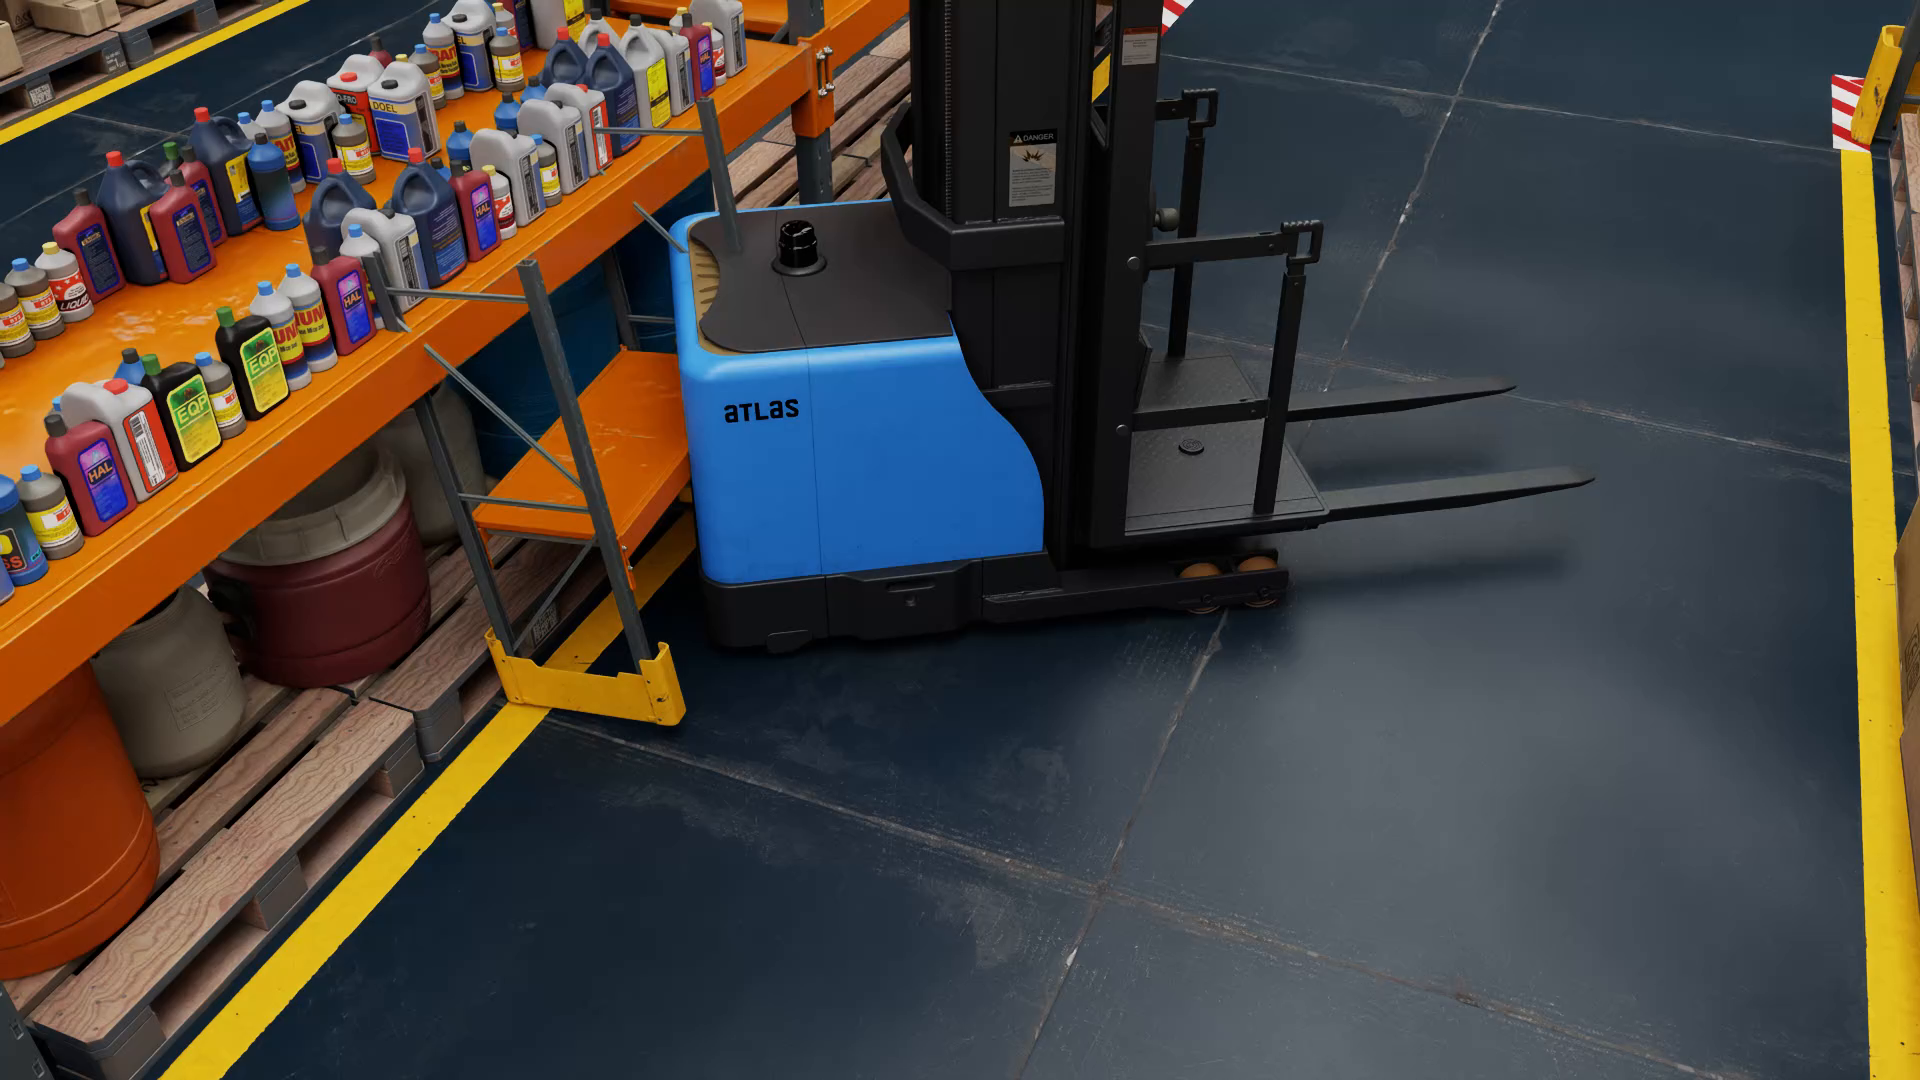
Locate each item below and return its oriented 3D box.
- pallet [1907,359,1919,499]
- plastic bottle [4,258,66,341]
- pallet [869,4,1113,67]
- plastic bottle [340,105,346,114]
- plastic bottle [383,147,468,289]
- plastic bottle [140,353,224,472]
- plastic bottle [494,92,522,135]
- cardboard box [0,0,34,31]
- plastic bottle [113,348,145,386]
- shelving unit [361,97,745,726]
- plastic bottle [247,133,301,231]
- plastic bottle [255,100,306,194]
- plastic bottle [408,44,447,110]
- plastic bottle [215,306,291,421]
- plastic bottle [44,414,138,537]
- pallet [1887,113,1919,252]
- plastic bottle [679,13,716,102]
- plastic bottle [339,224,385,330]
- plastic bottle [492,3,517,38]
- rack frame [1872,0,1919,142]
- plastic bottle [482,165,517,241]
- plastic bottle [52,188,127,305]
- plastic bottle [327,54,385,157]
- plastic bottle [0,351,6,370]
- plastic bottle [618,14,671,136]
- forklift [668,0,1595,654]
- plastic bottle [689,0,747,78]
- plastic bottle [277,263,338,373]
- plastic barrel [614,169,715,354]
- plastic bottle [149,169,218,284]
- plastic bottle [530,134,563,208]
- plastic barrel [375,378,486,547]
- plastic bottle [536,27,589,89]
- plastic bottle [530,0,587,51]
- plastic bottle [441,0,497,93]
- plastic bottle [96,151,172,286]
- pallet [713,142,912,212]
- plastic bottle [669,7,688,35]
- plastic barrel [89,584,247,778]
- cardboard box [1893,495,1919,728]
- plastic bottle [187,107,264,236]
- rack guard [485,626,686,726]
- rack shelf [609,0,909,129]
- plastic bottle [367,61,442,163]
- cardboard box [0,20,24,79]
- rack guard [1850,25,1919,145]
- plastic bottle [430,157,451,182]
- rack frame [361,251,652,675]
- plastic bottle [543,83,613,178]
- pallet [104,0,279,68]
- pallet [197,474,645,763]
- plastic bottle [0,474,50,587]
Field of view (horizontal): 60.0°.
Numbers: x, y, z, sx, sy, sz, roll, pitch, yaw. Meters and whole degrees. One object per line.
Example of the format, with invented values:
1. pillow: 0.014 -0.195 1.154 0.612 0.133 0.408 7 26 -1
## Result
1. pallet: 3.969 -0.240 5.895 1.003 0.211 1.213 14 39 18
2. plastic bottle: -2.365 -0.620 4.240 0.097 0.201 0.097 0 37 0
3. pallet: 0.199 -2.732 9.229 1.003 0.211 1.213 14 39 18
4. plastic bottle: -1.923 -1.263 5.100 0.097 0.201 0.097 0 37 0
5. plastic bottle: -1.439 -0.869 4.449 0.144 0.351 0.185 14 39 18
6. plastic bottle: -1.762 -0.307 3.752 0.061 0.283 0.133 14 39 18
7. plastic bottle: -1.329 -1.201 4.959 0.097 0.271 0.097 0 37 0
8. cardboard box: -5.313 -3.107 9.280 0.500 0.311 0.500 14 39 18
9. plastic bottle: -1.842 -0.310 3.767 0.097 0.271 0.097 0 37 0
10. shelving unit: -1.025 -0.400 4.939 0.587 1.500 1.083 6 38 18
11. plastic bottle: -1.952 -1.022 4.719 0.097 0.271 0.097 0 37 0
12. plastic bottle: -2.012 -1.162 4.907 0.097 0.271 0.097 0 37 0
13. plastic bottle: -1.747 -1.519 5.442 0.097 0.201 0.097 0 37 0
14. plastic bottle: -1.675 -0.434 3.923 0.061 0.283 0.133 14 39 18
15. plastic bottle: -1.864 -0.158 3.554 0.061 0.283 0.133 14 39 18
16. pallet: 4.897 -1.591 7.702 1.003 0.211 1.213 14 39 18
17. plastic bottle: -0.870 -1.605 5.489 0.061 0.283 0.133 14 39 18
18. plastic bottle: -1.523 -0.679 4.261 0.097 0.271 0.097 0 37 0
19. plastic bottle: -1.585 -1.755 5.758 0.097 0.201 0.097 0 37 0
20. rack frame: 5.129 -3.169 7.484 1.000 3.000 0.127 14 39 18
21. plastic bottle: -1.313 -0.956 4.689 0.097 0.201 0.097 0 37 0
22. plastic bottle: -2.301 -0.775 4.379 0.061 0.283 0.133 14 39 18
23. plastic bottle: -1.854 -1.350 5.155 0.152 0.276 0.135 14 39 18
24. plastic bottle: -2.439 -0.540 4.075 0.097 0.271 0.097 0 37 0
25. plastic bottle: -1.020 -1.479 5.264 0.144 0.351 0.185 14 39 18
26. forklift: 0.614 -1.240 4.961 3.031 2.935 1.130 -6 37 -8
27. plastic bottle: -0.824 -1.741 5.677 0.152 0.276 0.135 14 39 18
28. plastic bottle: -1.611 -0.552 4.090 0.097 0.271 0.097 0 37 0
29. plastic barrel: -1.196 -1.113 6.135 0.600 0.901 0.708 14 39 18
30. plastic bottle: -2.097 -0.844 4.472 0.061 0.283 0.133 14 39 18
31. plastic bottle: -1.225 -1.084 4.861 0.097 0.201 0.097 0 37 0
32. plastic barrel: -1.763 -0.272 5.336 0.421 0.512 0.421 0 37 0
33. plastic bottle: -1.224 -1.410 5.171 0.144 0.351 0.185 14 39 18
34. plastic bottle: -1.422 -1.919 5.853 0.144 0.351 0.185 14 39 18
35. plastic bottle: -1.641 -1.660 5.570 0.152 0.276 0.135 14 39 18
36. plastic bottle: -2.202 -0.880 4.464 0.144 0.351 0.185 14 39 18
37. pallet: -0.729 -1.381 7.422 1.003 0.211 1.213 14 39 18
38. plastic bottle: -0.947 -1.729 5.724 0.097 0.201 0.097 0 37 0
39. plastic barrel: -2.193 0.353 4.500 0.421 0.512 0.421 0 37 0
40. cardboard box: 3.382 0.088 4.551 1.225 0.875 0.875 14 39 18
41. plastic bottle: -2.081 -1.057 4.699 0.144 0.351 0.185 14 39 18
42. rack guard: -1.111 0.394 4.934 0.587 0.250 0.087 6 38 18
43. rack shelf: -0.212 -2.901 7.727 1.077 0.370 4.000 14 39 18
44. plastic bottle: -1.713 -1.316 5.108 0.152 0.276 0.135 14 39 18
45. cardboard box: -5.193 -2.495 8.461 0.500 0.311 0.500 14 39 18
46. rack guard: 5.138 -2.181 8.250 1.175 0.500 0.348 14 39 18
47. plastic bottle: -1.420 -0.924 4.588 0.097 0.271 0.097 0 37 0
48. rack frame: -1.186 -0.095 4.552 0.500 1.500 0.032 6 38 18
49. plastic bottle: -1.155 -1.259 5.033 0.152 0.276 0.135 14 39 18
50. pallet: -4.828 -3.153 9.793 1.003 0.211 1.213 14 39 18
51. pallet: -1.768 0.130 5.399 1.003 0.211 1.213 14 39 18
52. plastic bottle: -1.962 -0.040 3.405 0.097 0.271 0.097 0 37 0
